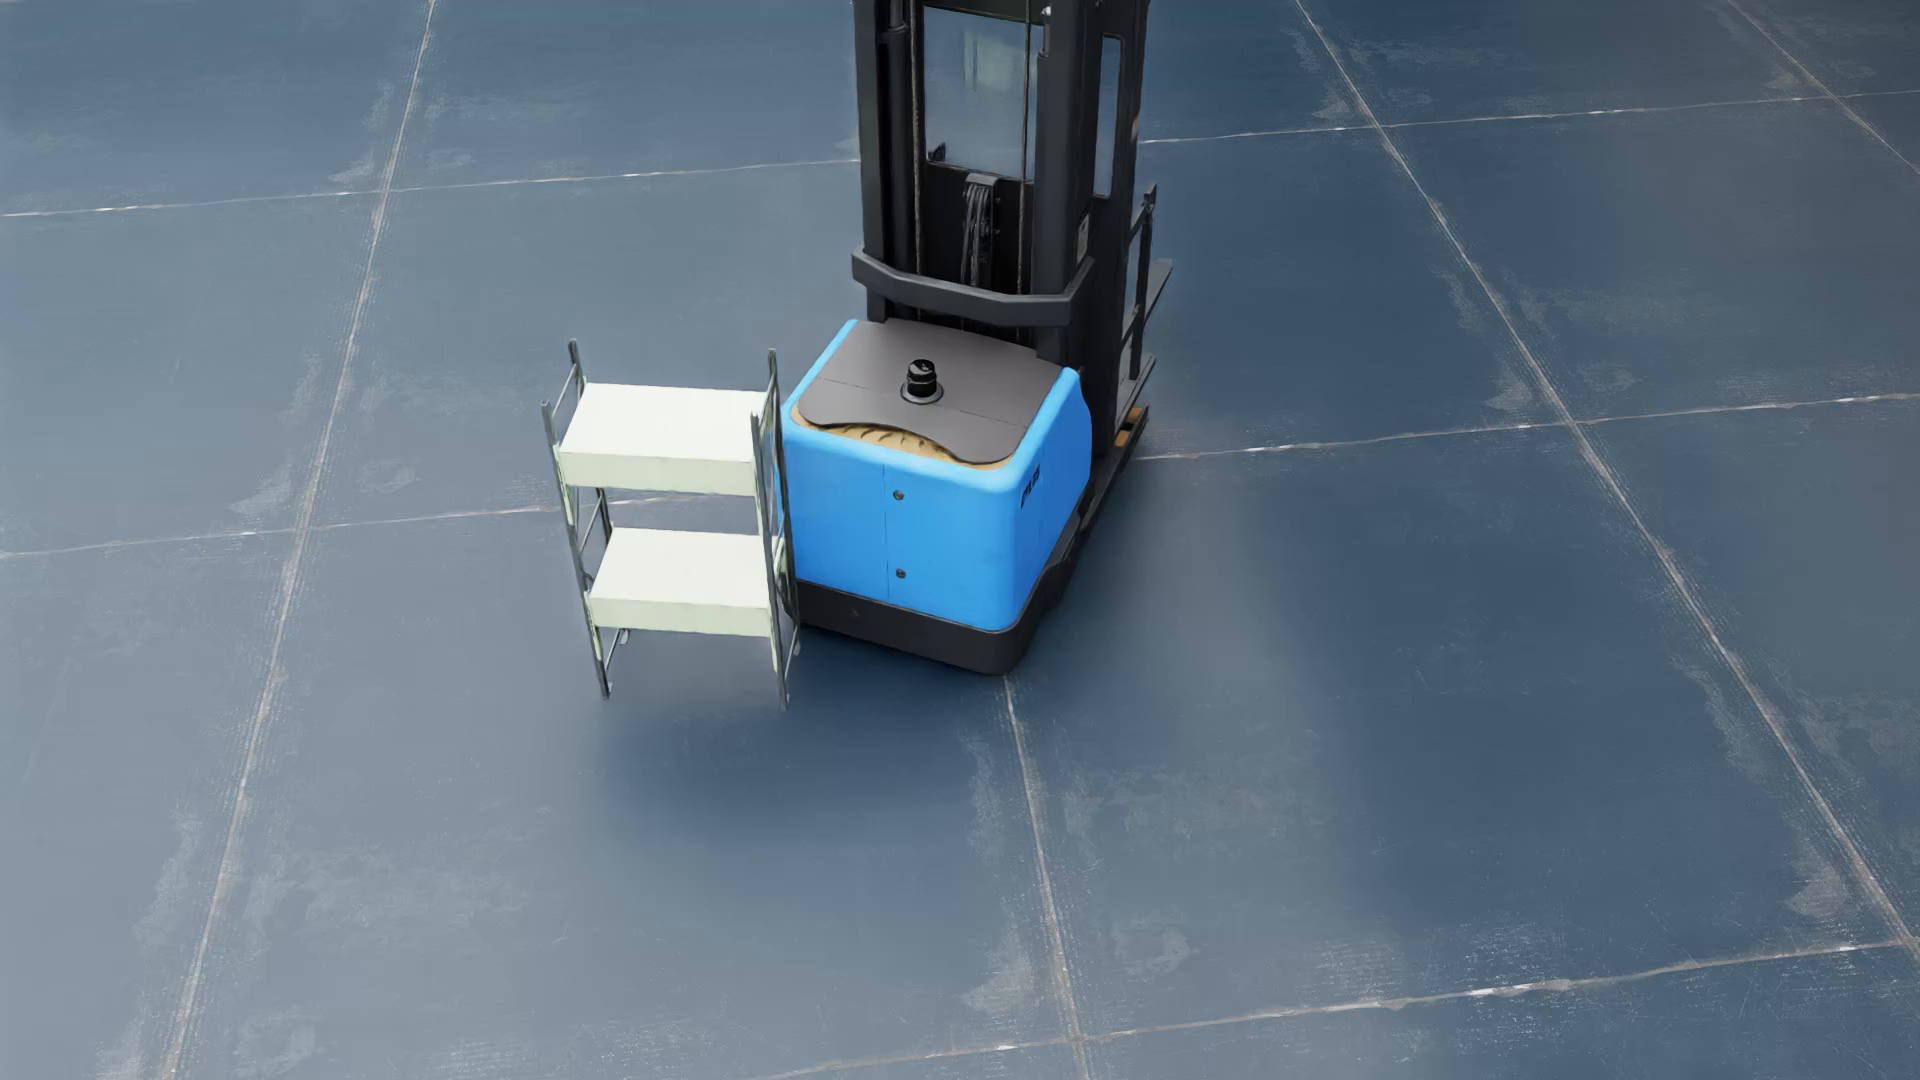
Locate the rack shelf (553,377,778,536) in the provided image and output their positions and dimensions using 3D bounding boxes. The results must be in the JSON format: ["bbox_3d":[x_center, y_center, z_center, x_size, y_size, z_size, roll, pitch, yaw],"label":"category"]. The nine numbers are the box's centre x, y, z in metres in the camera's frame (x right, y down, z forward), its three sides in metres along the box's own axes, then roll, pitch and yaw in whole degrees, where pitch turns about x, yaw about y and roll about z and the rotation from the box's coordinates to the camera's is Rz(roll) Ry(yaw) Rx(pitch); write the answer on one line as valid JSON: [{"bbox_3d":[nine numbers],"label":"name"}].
[{"bbox_3d":[-1.057,-0.310,6.106,0.720,0.370,0.431,3,42,4],"label":"rack shelf"}]

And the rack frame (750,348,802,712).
[{"bbox_3d":[-0.693,0.001,6.344,0.023,1.500,0.400,3,42,4],"label":"rack frame"}]

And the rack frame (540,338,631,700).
[{"bbox_3d":[-1.422,-0.041,6.391,0.023,1.500,0.400,3,42,4],"label":"rack frame"}]

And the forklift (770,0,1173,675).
[{"bbox_3d":[0.258,-1.539,6.983,1.130,2.935,3.031,15,44,16],"label":"forklift"}]

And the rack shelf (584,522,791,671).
[{"bbox_3d":[-1.057,0.222,6.586,0.720,0.370,0.431,3,42,4],"label":"rack shelf"}]

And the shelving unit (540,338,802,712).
[{"bbox_3d":[-1.057,-0.020,6.368,0.755,1.500,0.431,3,42,4],"label":"shelving unit"}]
